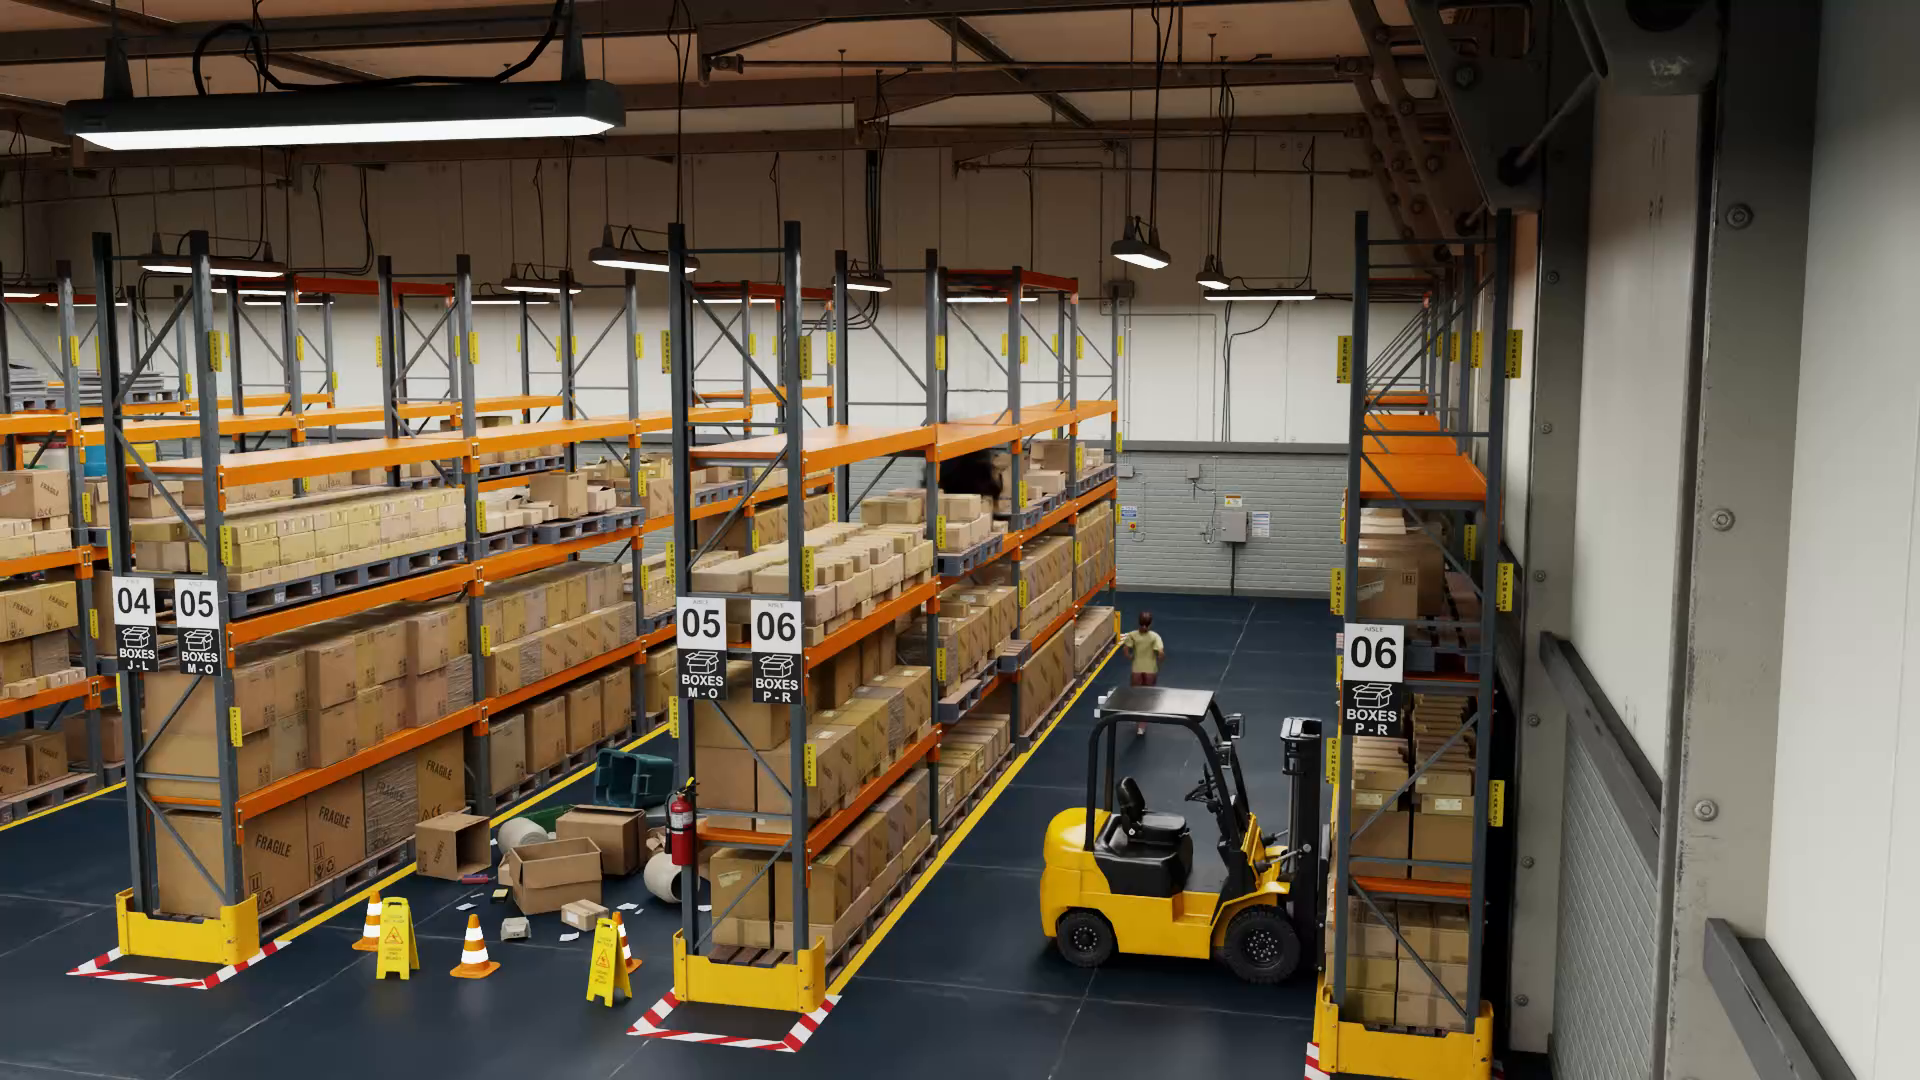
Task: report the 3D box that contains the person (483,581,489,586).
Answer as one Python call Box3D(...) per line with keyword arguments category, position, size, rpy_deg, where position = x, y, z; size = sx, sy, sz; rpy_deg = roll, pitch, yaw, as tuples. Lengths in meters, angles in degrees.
Box3D(category="person", position=(-6.674, 1.452, 23.360), size=(0.682, 1.733, 0.617), rpy_deg=(1, 7, 5))

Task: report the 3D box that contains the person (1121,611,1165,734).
Box3D(category="person", position=(2.385, 1.728, 21.613), size=(0.565, 1.624, 0.548), rpy_deg=(2, 7, 16))
